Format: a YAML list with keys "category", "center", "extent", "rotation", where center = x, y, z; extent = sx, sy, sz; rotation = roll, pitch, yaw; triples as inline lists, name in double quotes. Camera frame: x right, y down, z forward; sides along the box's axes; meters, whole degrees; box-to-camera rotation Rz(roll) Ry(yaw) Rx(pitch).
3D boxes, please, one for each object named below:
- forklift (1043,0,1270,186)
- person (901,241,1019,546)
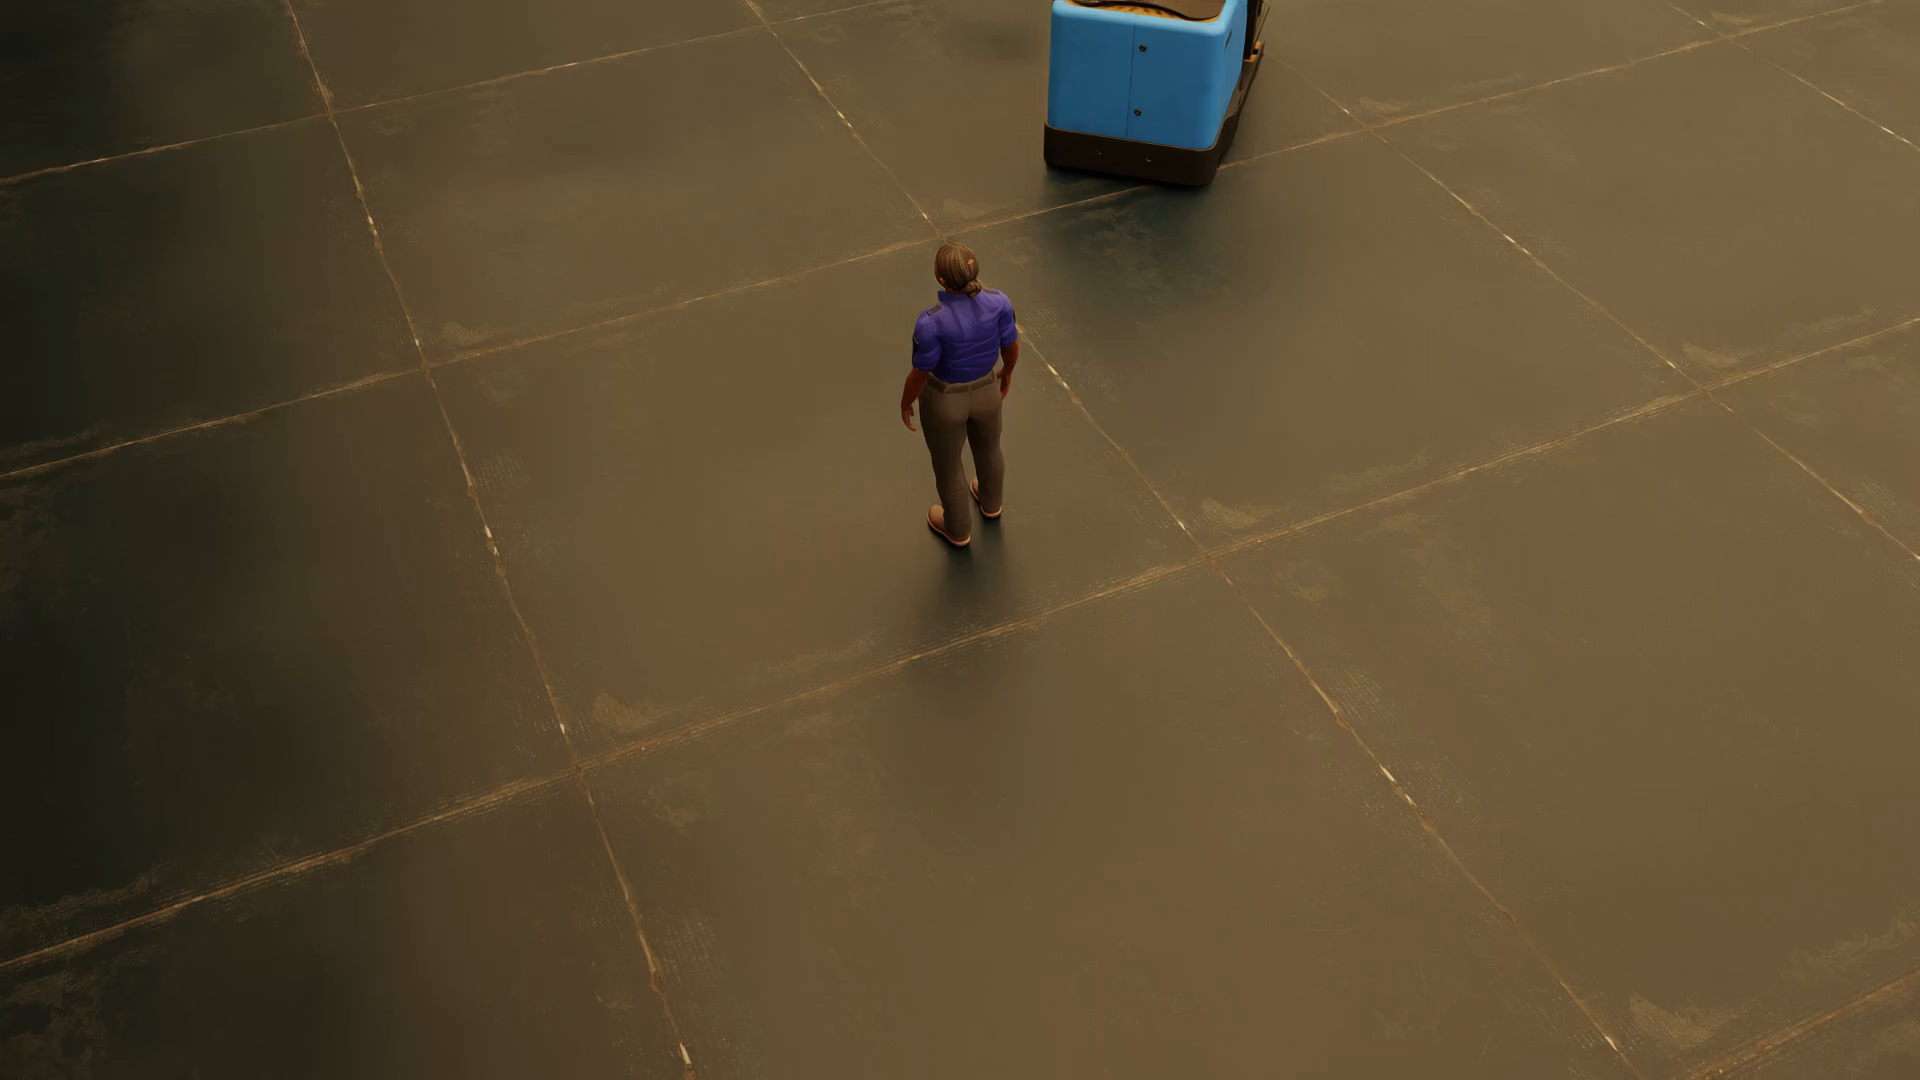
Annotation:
- category: "forklift"
  center: [1.430, -4.222, 10.204]
  extent: [1.130, 2.935, 3.031]
  rotation: [12, 44, 12]
- category: "person"
  center: [-0.019, -0.670, 7.323]
  extent: [0.569, 1.656, 0.503]
  rotation: [-18, 46, -18]
